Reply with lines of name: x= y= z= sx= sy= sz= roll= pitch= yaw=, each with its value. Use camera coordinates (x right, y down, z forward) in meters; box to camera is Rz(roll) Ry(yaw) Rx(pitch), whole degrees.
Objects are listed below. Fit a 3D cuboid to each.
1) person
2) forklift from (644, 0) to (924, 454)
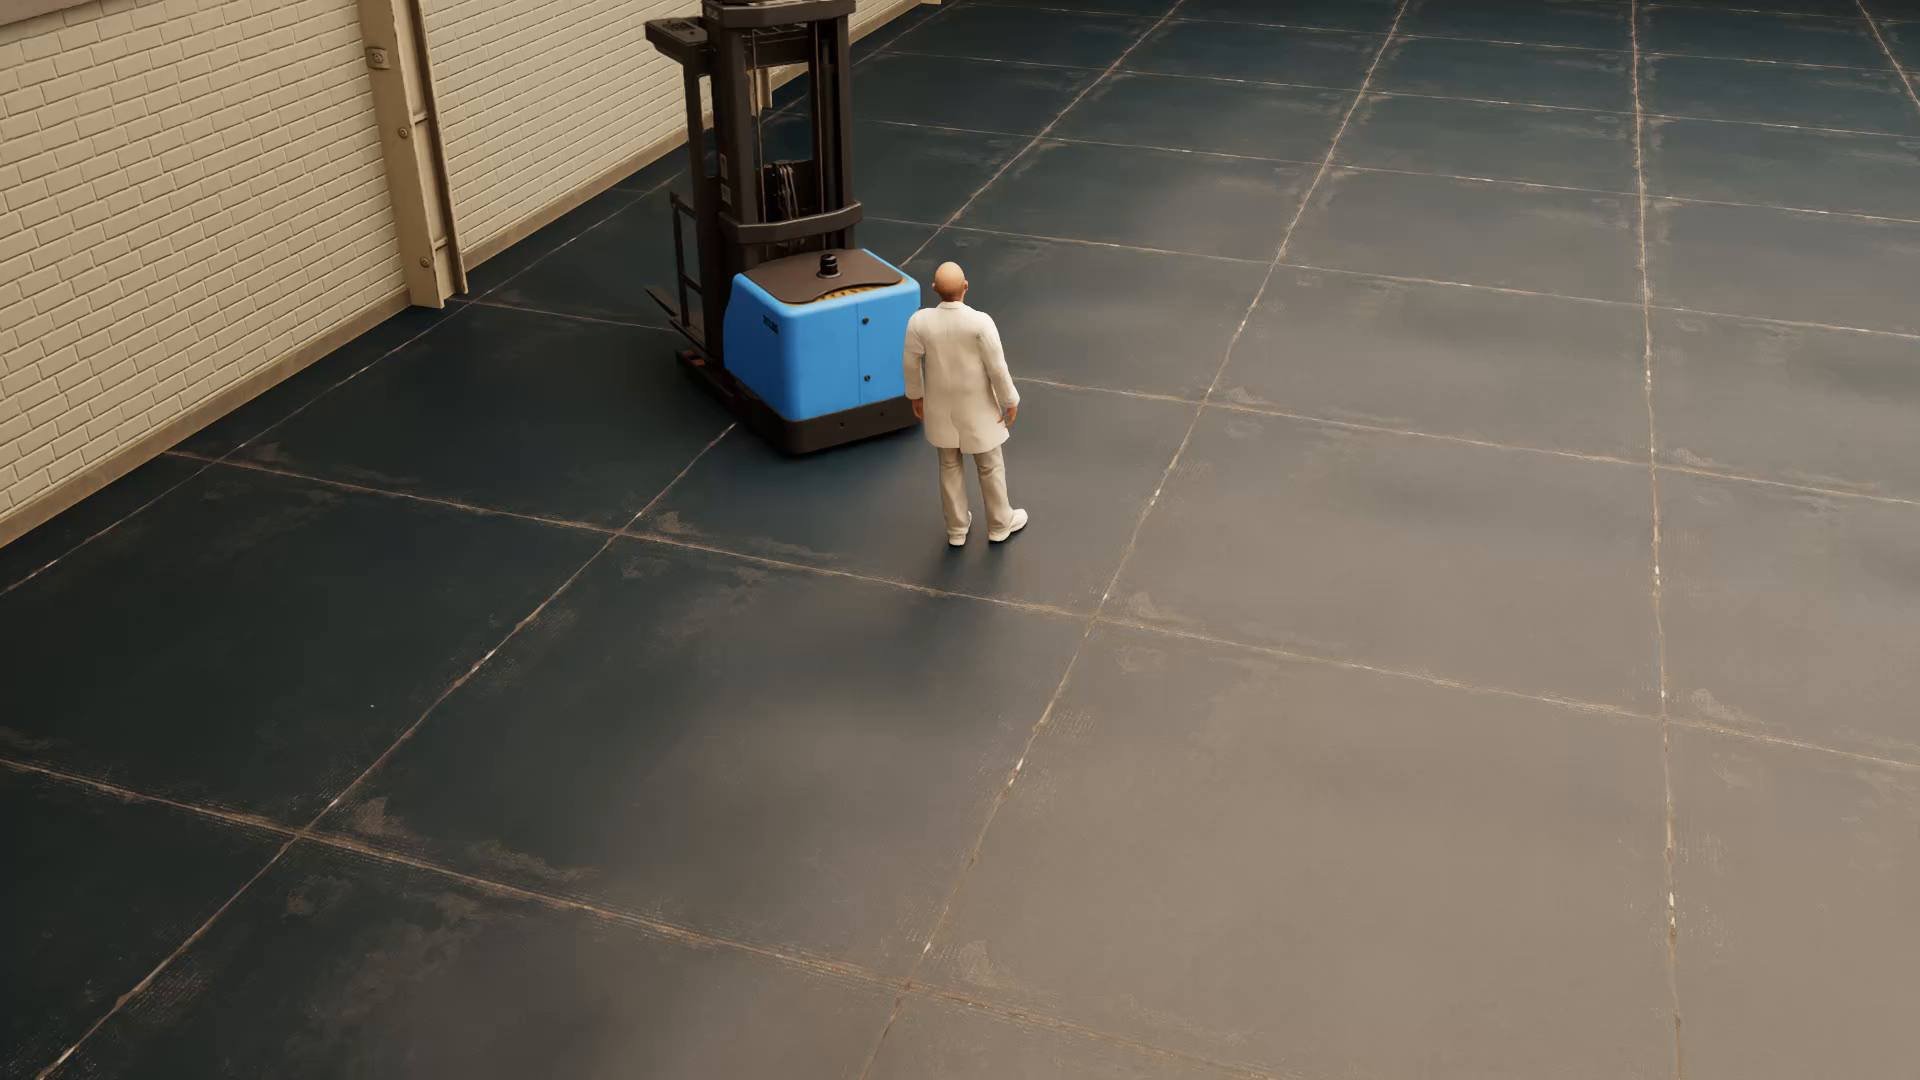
person: x=0.033 y=-0.821 z=9.727 sx=0.698 sy=1.779 sz=0.577 roll=10 pitch=31 yaw=16
forklift: x=-1.434 y=-2.533 z=11.579 sx=1.130 sy=2.935 sz=3.031 roll=-16 pitch=34 yaw=-26
